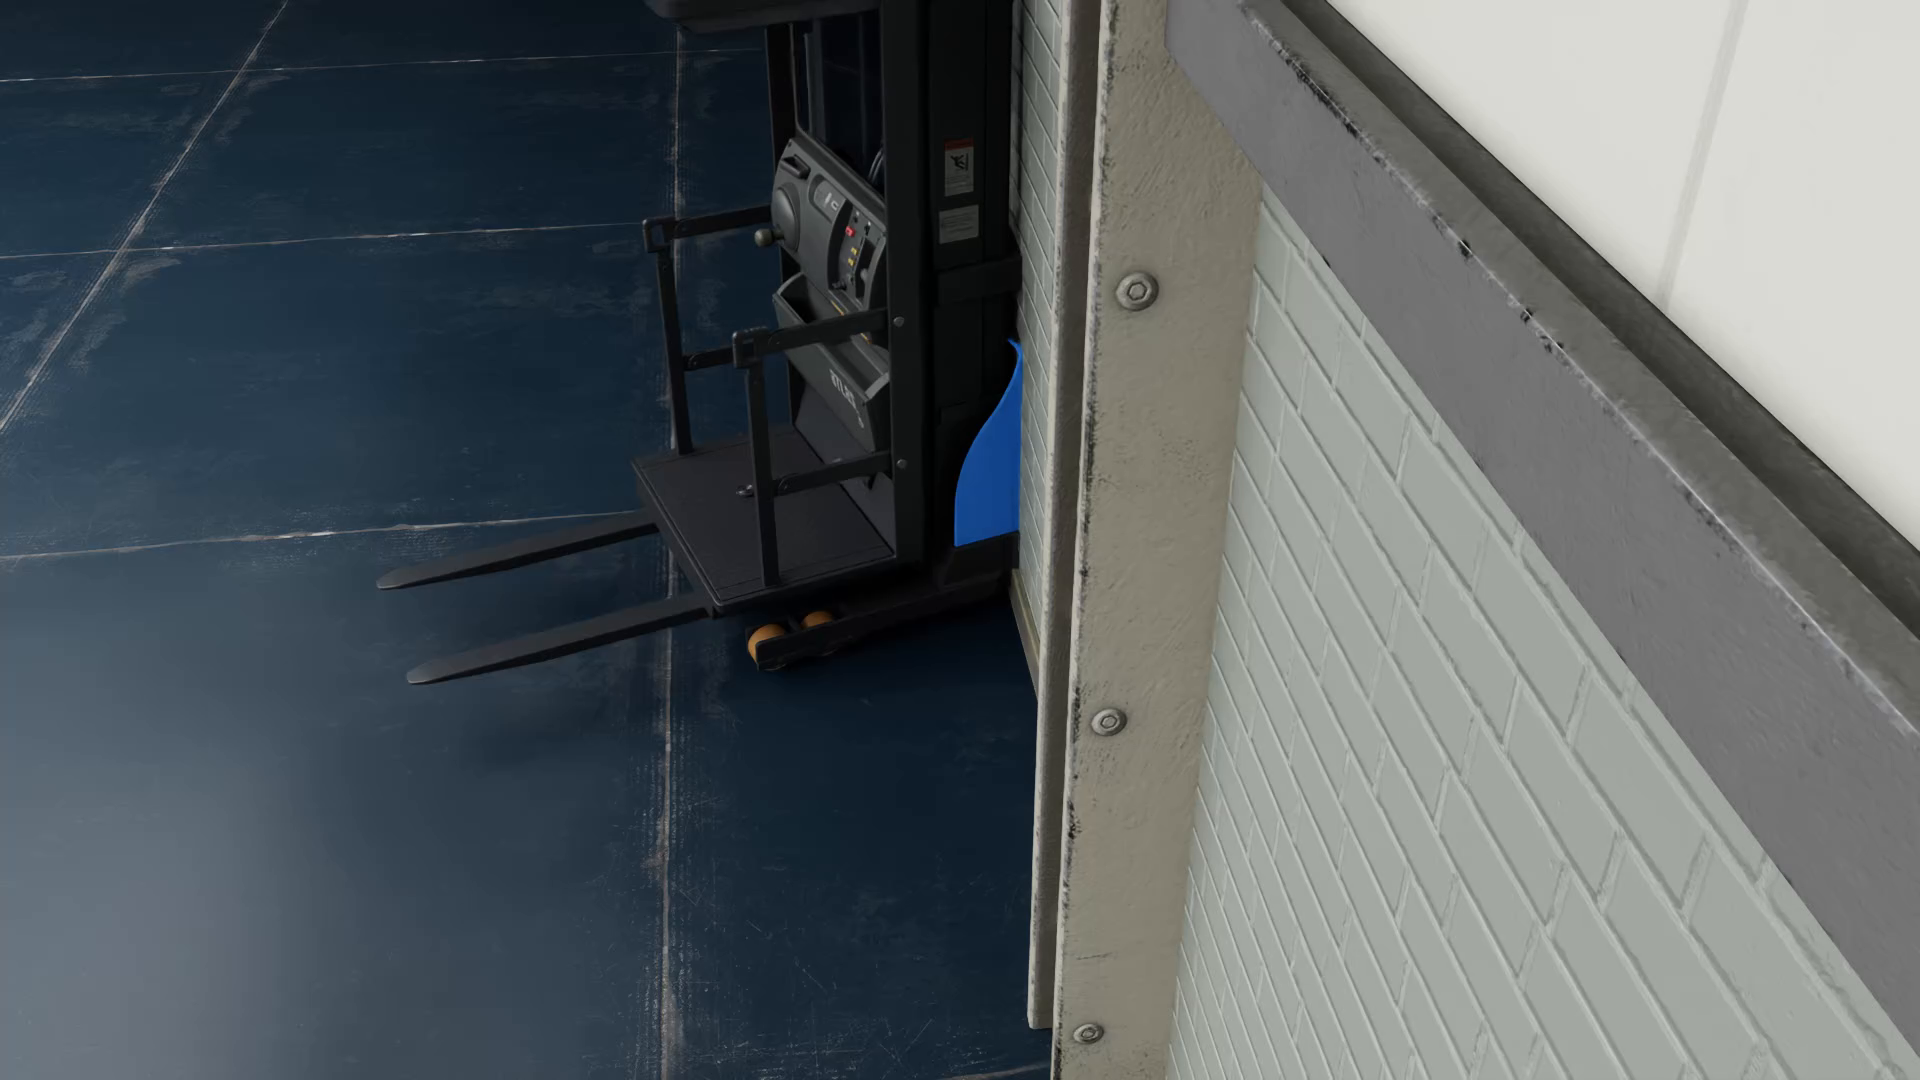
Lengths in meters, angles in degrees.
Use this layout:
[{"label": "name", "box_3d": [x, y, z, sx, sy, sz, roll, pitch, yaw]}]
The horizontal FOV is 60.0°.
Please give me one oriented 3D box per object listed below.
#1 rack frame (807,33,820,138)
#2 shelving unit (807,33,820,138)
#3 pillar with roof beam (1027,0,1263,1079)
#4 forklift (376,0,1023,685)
[{"label": "rack frame", "box_3d": [-0.434, -1.653, 7.844, 0.500, 1.500, 0.032, -7, 35, -10]}, {"label": "shelving unit", "box_3d": [-0.331, -1.373, 7.432, 0.538, 1.500, 1.048, -7, 35, -10]}, {"label": "pillar with roof beam", "box_3d": [-3.894, -1.939, 1.604, 9.100, 9.000, 0.400, -4, 35, -6]}, {"label": "forklift", "box_3d": [-0.645, -1.076, 5.727, 3.031, 2.935, 1.130, -15, 37, -21]}]
